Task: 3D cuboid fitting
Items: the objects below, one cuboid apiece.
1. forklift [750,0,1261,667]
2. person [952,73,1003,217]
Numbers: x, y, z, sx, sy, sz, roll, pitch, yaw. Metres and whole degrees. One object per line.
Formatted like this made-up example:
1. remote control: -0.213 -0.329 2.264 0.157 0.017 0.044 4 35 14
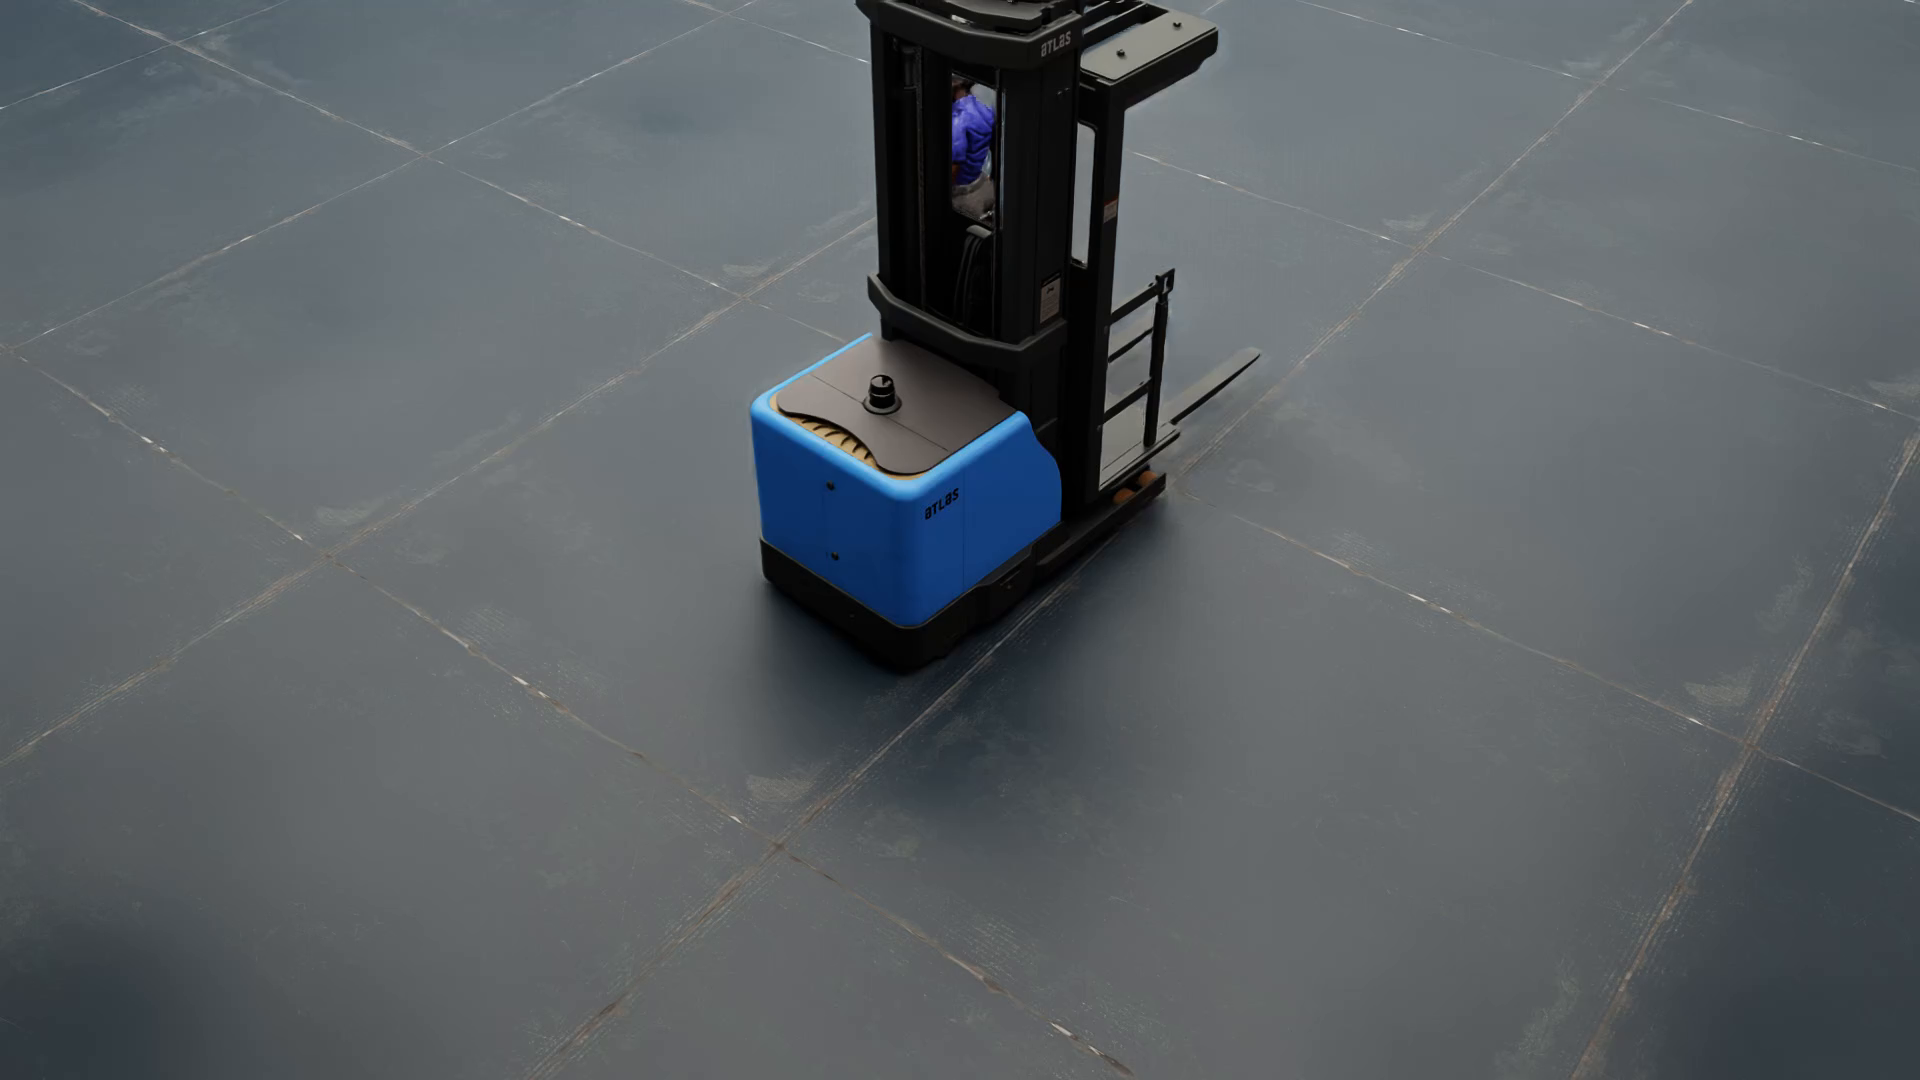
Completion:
1. forklift: 0.406 -1.412 7.730 1.130 2.935 3.031 30 49 31
2. person: 0.023 -1.903 9.360 0.374 1.611 0.849 18 43 19
